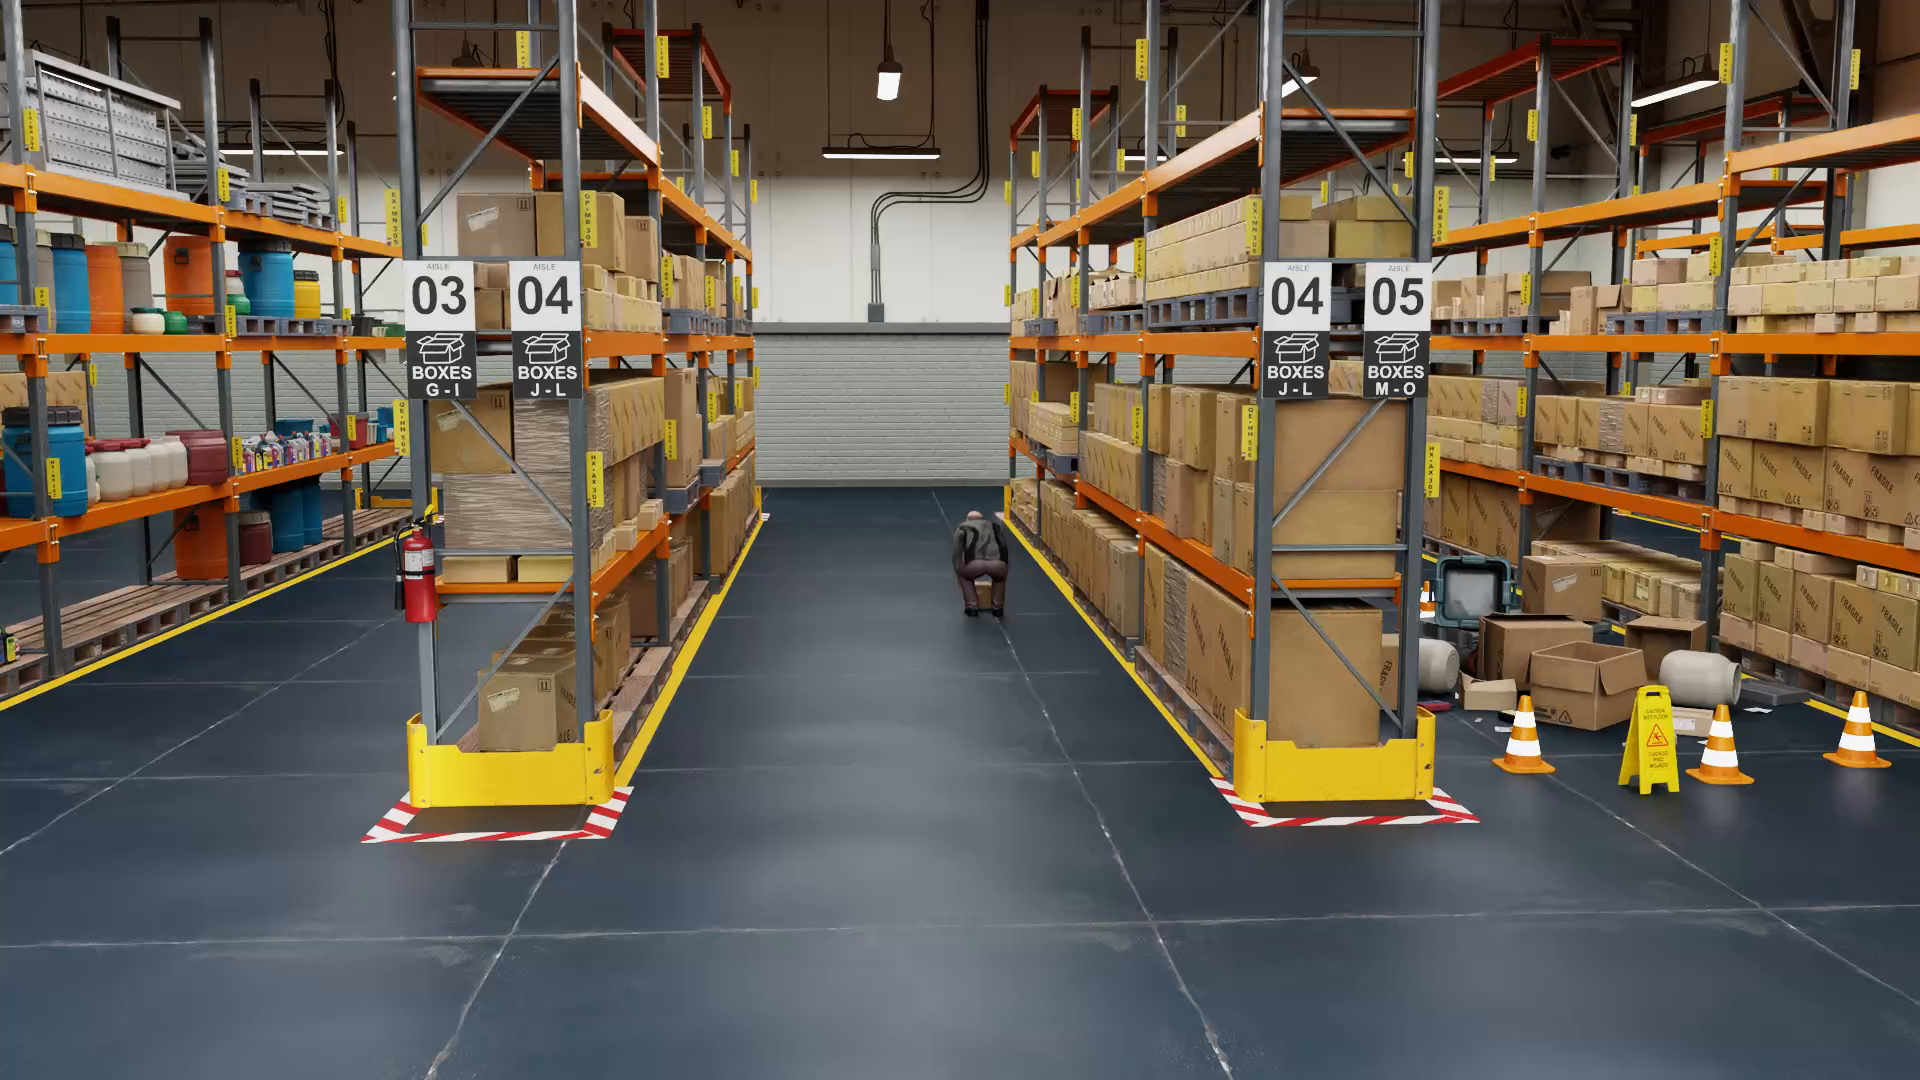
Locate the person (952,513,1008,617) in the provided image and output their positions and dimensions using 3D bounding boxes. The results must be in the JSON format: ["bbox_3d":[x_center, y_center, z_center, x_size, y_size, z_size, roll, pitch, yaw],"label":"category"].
[{"bbox_3d":[0.206,0.258,16.842,0.549,0.979,0.856,0,7,-4],"label":"person"}]
